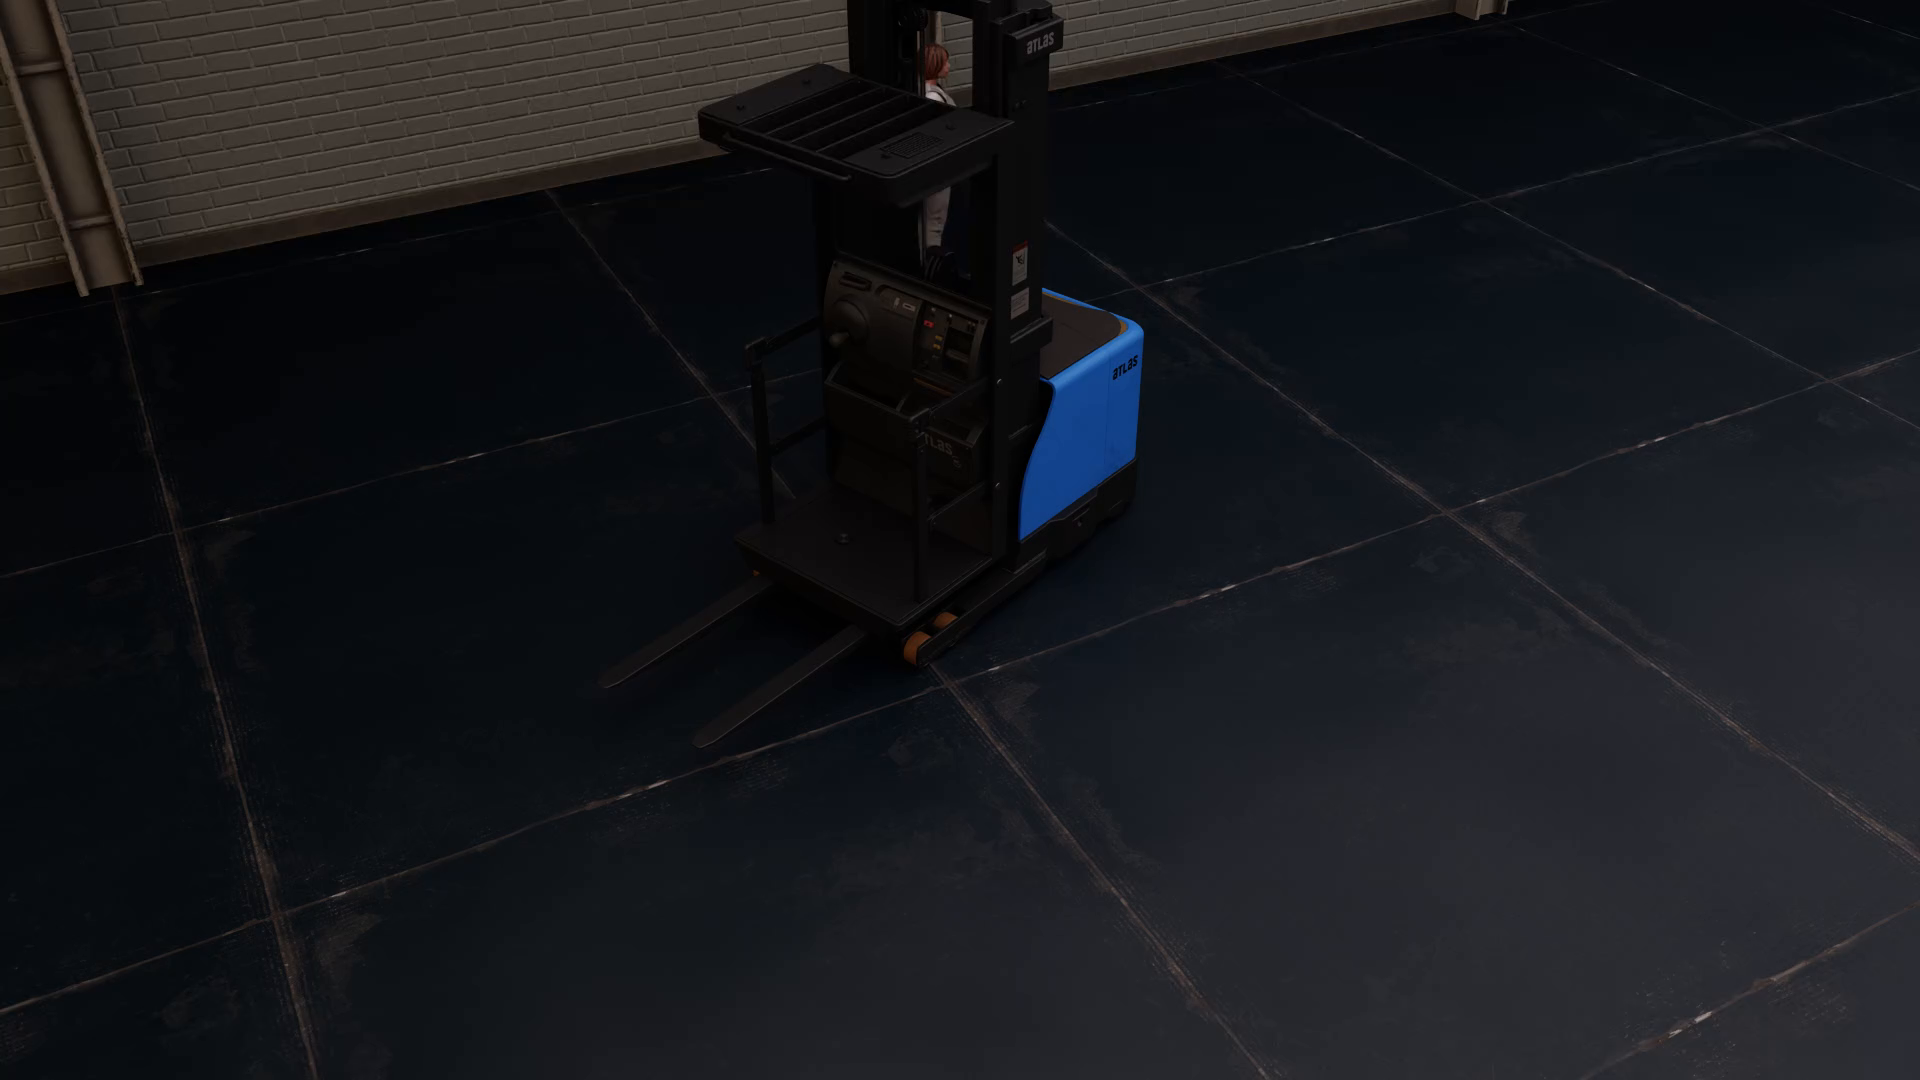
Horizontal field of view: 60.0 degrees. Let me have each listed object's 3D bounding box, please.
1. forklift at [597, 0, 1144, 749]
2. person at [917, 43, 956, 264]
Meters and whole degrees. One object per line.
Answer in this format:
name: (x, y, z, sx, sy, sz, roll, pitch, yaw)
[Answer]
forklift: (-0.390, -0.927, 7.434, 1.130, 2.935, 3.031, 26, 43, 31)
person: (-0.161, -2.396, 10.666, 0.316, 1.603, 0.405, -7, 36, -10)
